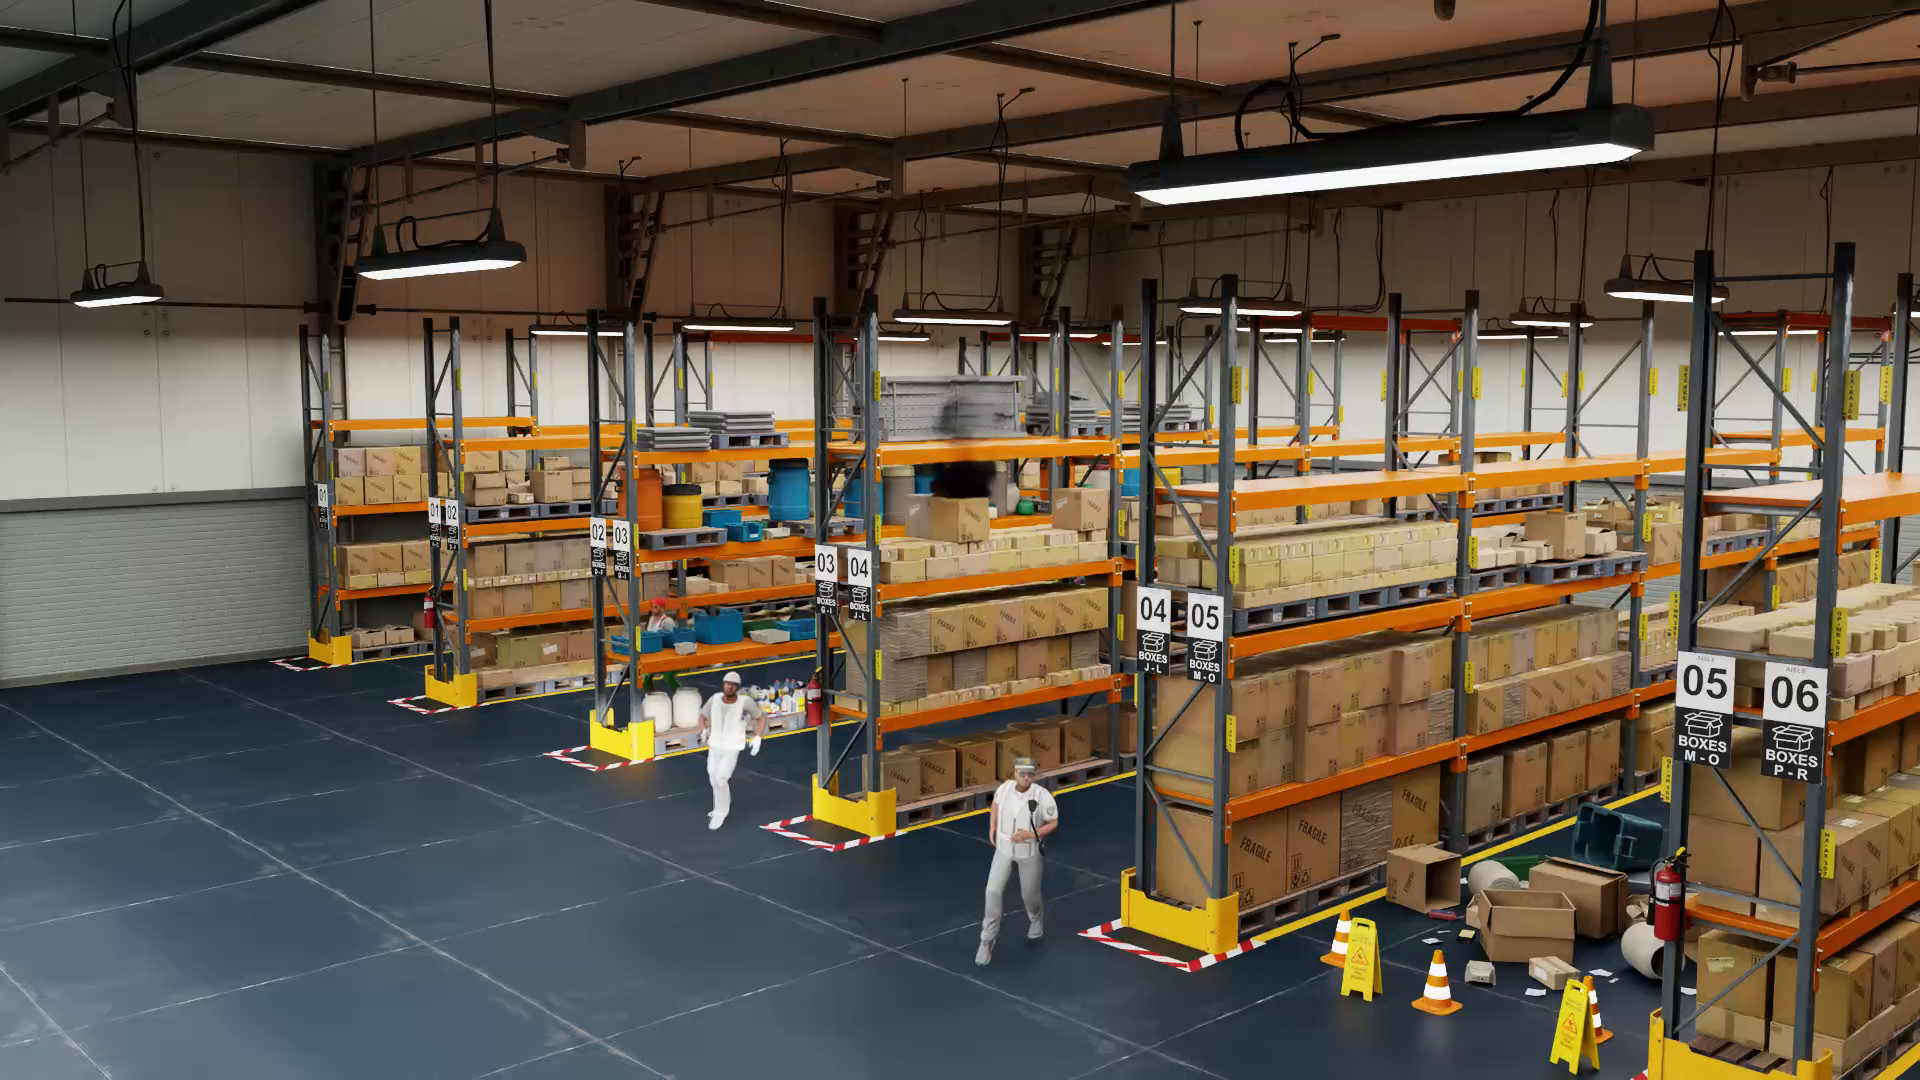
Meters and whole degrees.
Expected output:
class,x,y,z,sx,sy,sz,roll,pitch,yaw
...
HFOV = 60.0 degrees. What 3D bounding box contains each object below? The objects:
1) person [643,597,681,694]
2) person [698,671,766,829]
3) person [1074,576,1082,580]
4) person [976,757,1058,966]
class,x,y,z,sx,sy,sz,roll,pitch,yaw
person,-4.477,1.761,24.861,0.643,1.844,0.876,4,7,32
person,-2.637,2.385,18.937,0.755,1.800,0.630,2,6,19
person,2.402,1.017,32.734,0.550,1.669,0.638,3,7,30
person,0.545,2.803,14.801,0.665,1.800,0.917,2,6,17
